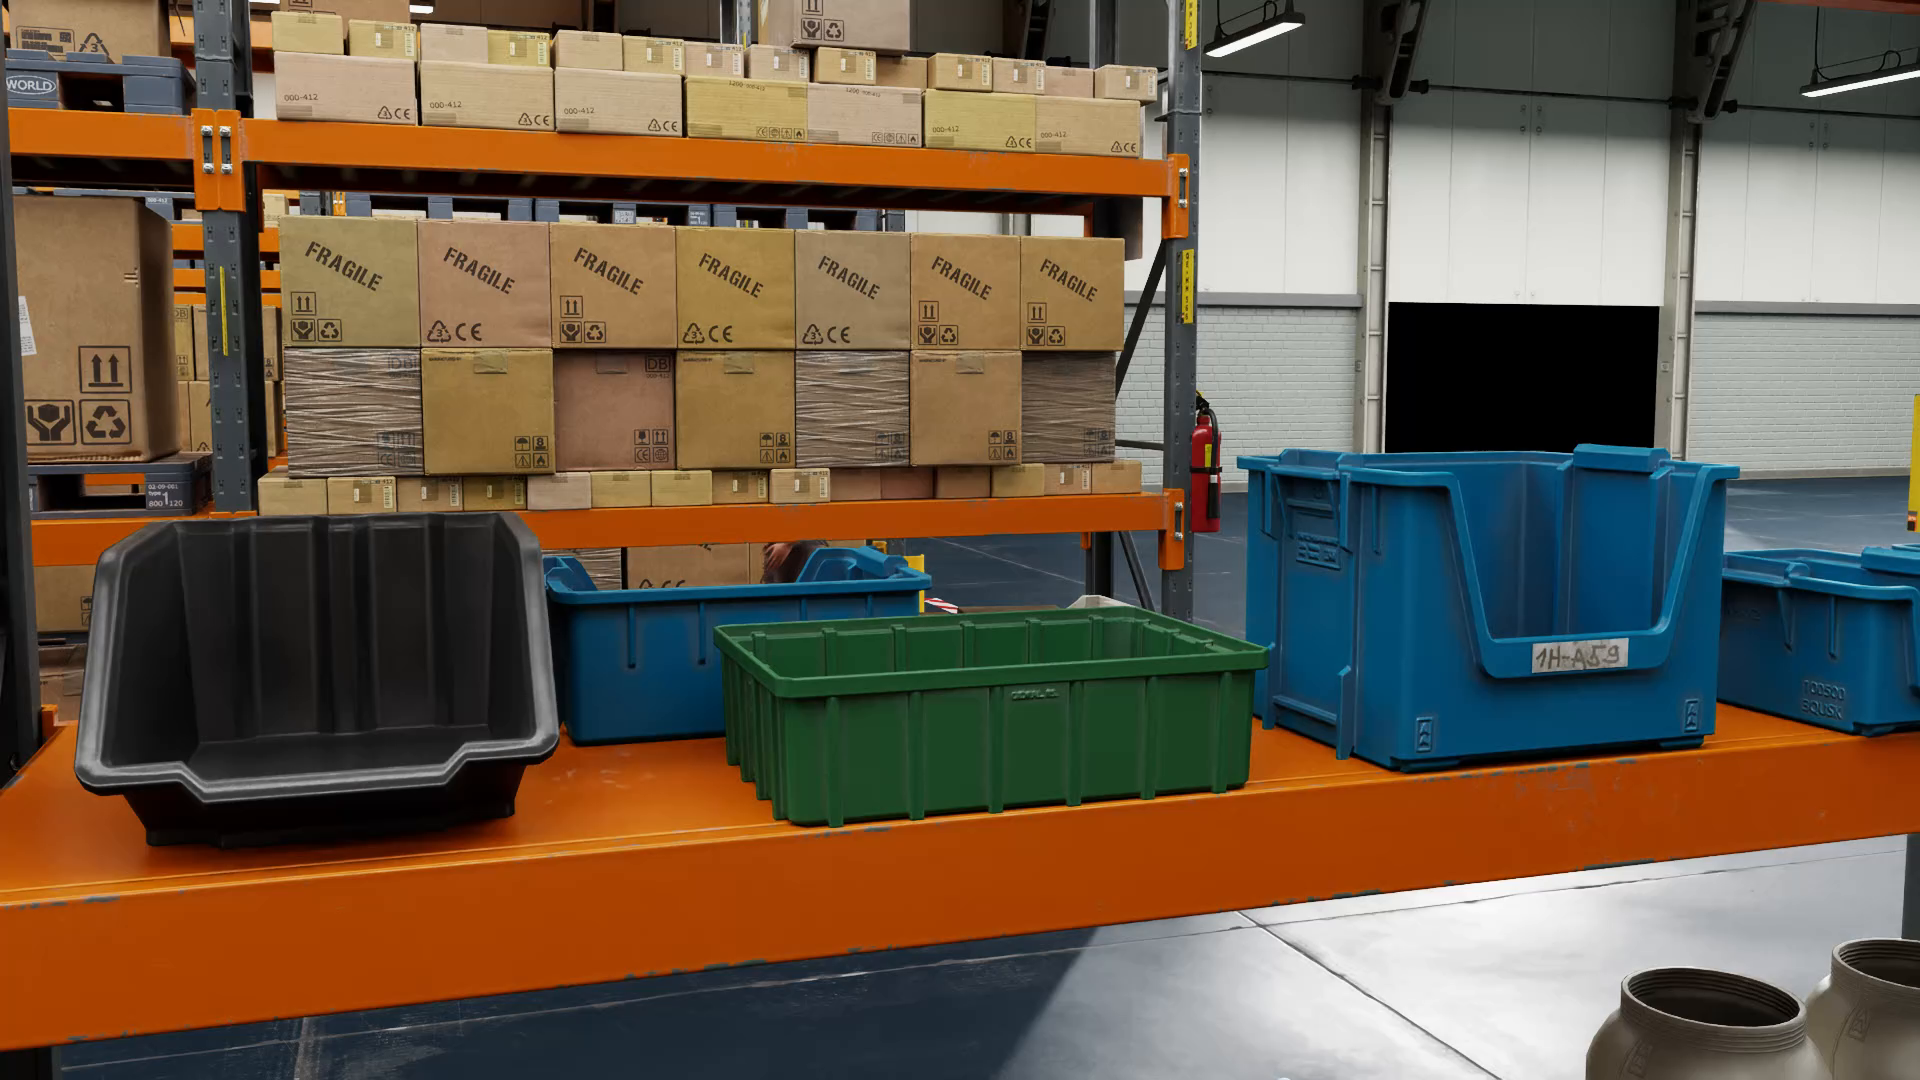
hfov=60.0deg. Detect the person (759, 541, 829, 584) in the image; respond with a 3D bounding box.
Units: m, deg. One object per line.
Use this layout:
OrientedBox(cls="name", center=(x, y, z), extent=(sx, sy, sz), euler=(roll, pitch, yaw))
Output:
OrientedBox(cls="person", center=(-0.972, 0.056, 9.619), extent=(0.403, 1.685, 0.552), euler=(-2, 6, -17))
